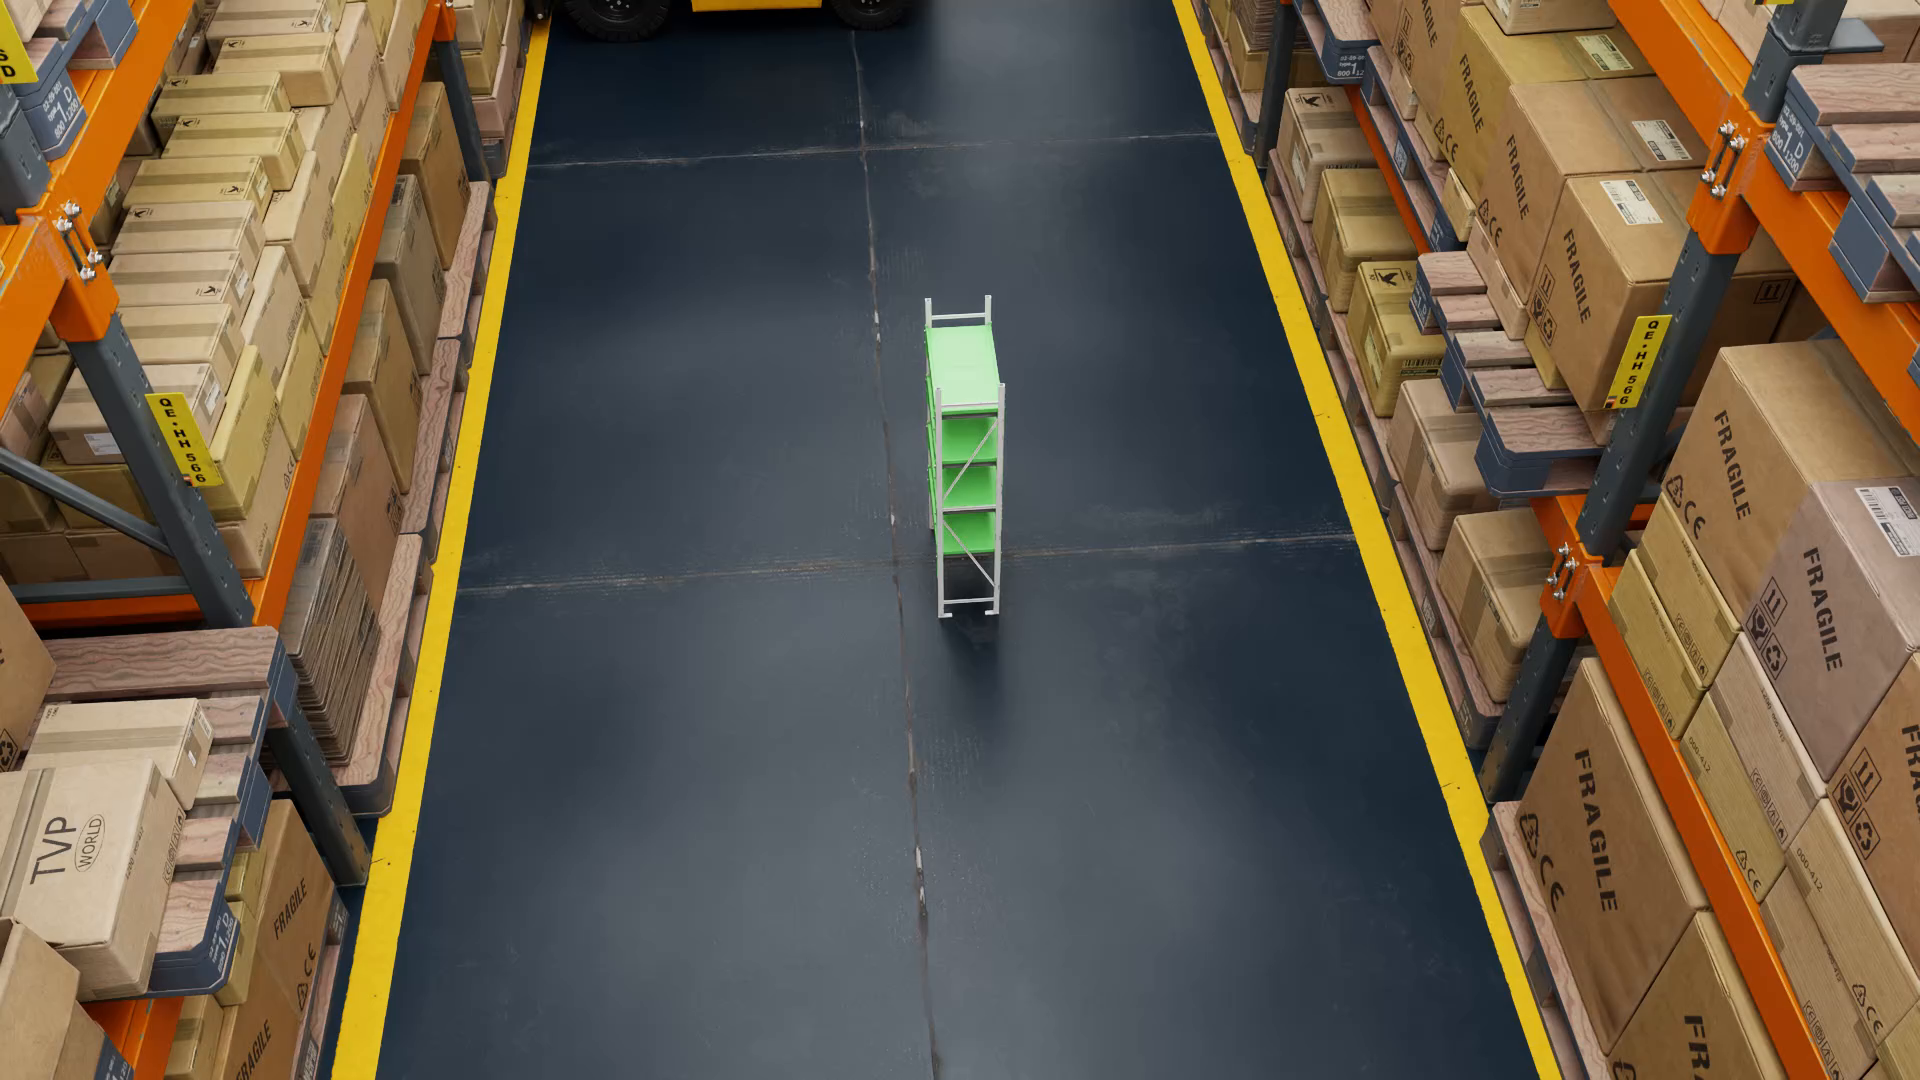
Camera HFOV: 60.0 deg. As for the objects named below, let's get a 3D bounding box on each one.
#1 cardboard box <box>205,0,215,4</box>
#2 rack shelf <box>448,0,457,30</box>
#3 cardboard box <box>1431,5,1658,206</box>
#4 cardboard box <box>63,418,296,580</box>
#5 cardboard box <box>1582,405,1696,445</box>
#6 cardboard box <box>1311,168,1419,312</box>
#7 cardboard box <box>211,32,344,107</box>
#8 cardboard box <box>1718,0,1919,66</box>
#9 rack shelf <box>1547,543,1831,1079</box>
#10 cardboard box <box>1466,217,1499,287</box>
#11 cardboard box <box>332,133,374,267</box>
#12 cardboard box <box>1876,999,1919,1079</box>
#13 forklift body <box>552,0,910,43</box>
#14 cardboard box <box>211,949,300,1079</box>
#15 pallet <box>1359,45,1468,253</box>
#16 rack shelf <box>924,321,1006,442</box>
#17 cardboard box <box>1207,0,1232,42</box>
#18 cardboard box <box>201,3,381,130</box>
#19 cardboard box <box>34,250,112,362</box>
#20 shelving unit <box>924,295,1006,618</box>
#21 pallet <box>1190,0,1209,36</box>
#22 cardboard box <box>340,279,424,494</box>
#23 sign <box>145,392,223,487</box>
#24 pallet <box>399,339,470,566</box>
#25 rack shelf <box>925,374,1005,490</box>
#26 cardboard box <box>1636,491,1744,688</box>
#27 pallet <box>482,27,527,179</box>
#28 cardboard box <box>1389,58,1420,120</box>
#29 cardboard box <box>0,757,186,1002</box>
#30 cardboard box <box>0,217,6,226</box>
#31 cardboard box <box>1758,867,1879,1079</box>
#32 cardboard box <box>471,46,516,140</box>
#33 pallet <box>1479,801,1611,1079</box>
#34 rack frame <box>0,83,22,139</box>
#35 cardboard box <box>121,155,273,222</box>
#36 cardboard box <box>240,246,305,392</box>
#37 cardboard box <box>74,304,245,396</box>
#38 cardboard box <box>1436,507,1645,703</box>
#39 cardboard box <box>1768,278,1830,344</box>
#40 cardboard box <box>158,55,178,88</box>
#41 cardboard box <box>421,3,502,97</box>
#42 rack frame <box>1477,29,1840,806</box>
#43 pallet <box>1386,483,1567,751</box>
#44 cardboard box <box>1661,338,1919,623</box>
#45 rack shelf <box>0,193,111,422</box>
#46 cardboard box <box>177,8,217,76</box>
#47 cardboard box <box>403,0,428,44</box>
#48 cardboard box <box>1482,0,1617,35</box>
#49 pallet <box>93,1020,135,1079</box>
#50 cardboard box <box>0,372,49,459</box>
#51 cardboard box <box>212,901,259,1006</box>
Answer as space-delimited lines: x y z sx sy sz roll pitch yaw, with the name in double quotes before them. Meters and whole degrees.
"cardboard box" -3.044 -2.169 6.359 0.380 0.149 0.250 -4 47 -4
"rack shelf" -3.059 -3.940 9.048 1.077 0.370 4.000 -3 47 -3
"cardboard box" 1.976 -1.483 5.662 0.500 0.500 0.500 -6 47 -6
"cardboard box" -2.350 -0.131 5.048 0.500 0.250 0.500 -3 47 -3
"cardboard box" 2.127 -0.432 5.113 0.380 0.149 0.250 -2 47 -2
"cardboard box" 2.164 -1.387 7.654 0.950 0.372 0.625 -1 47 -1
"cardboard box" -2.406 -1.655 5.872 0.380 0.149 0.250 -5 47 -4
"cardboard box" 2.154 -1.311 4.169 0.380 0.149 0.250 -3 47 -3
"rack shelf" 2.557 1.543 3.854 1.077 0.370 4.000 -3 47 -3
"cardboard box" 1.954 -0.984 5.636 0.380 0.149 0.250 -5 47 -5
"cardboard box" -2.479 -1.243 6.101 0.500 0.250 0.500 -2 47 -2
"cardboard box" 2.286 1.213 3.430 0.500 0.250 0.500 -3 47 -3
"forklift body" -1.250 -4.082 9.271 2.313 2.155 1.214 -3 47 -3
"cardboard box" -2.276 1.524 4.809 0.500 0.500 0.500 -4 47 -4
"pallet" 2.183 -1.515 6.387 1.003 0.211 1.213 -3 47 -3
"rack shelf" 0.014 -0.579 6.035 0.258 0.148 0.480 -3 47 -3
"cardboard box" 1.682 -3.040 9.304 0.500 0.250 0.500 -5 47 -4
"cardboard box" -2.508 -1.779 6.265 0.500 0.250 0.500 -3 47 -3
"cardboard box" -2.916 -0.645 5.190 0.500 0.250 0.500 -3 47 -3
"shelving unit" 0.014 -0.293 6.337 0.258 1.200 0.503 -3 47 -3
"pallet" 1.858 -3.455 10.013 1.003 0.211 1.213 -3 47 -3
"cardboard box" -2.714 -0.586 6.722 0.875 0.625 0.625 -5 47 -5
"sign" -2.017 -0.257 4.321 0.100 0.325 0.005 -3 47 -3
"pallet" -2.686 -0.366 7.088 1.003 0.211 1.213 -3 47 -3
"rack shelf" 0.014 -0.414 6.210 0.258 0.148 0.480 -3 47 -3
"cardboard box" 2.185 0.110 4.475 0.500 0.250 0.500 -4 47 -4
"pallet" -2.916 -2.360 8.976 1.003 0.211 1.213 -3 47 -3
"cardboard box" 1.867 -1.739 6.352 0.380 0.149 0.250 -2 47 -2
"cardboard box" -2.146 0.804 3.873 0.500 0.250 0.500 -5 47 -5
"cardboard box" -2.970 -0.874 5.133 0.380 0.149 0.250 -4 47 -4
"cardboard box" 2.278 1.020 3.958 0.500 0.250 0.500 -2 47 -2
"cardboard box" -2.602 -2.310 8.613 0.500 0.250 0.500 -3 47 -3
"pallet" 2.380 1.383 5.431 1.003 0.211 1.213 -3 47 -3
"rack frame" -2.557 -1.910 2.497 1.000 3.000 0.127 -3 47 -3
"cardboard box" -2.446 -1.098 5.345 0.380 0.149 0.250 -3 47 -3
"cardboard box" -2.391 -0.665 5.210 0.500 0.250 0.500 -2 47 -2
"cardboard box" -2.314 -0.546 4.822 0.380 0.149 0.250 -3 47 -2
"cardboard box" 2.352 0.199 6.153 0.950 0.372 0.625 -6 47 -6
"cardboard box" 2.582 -0.772 4.988 0.500 0.500 0.500 -5 47 -4
"cardboard box" -2.995 -1.625 5.844 0.380 0.149 0.250 -3 47 -3
"cardboard box" -2.625 -2.480 8.430 0.500 0.250 0.500 -4 47 -3
"rack frame" 2.389 -0.151 4.964 1.000 3.000 0.127 -3 47 -3
"pallet" 2.325 0.242 6.512 1.003 0.211 1.213 -3 47 -3
"cardboard box" 2.187 -0.158 4.212 0.500 0.500 0.500 -5 47 -5
"rack shelf" -2.389 0.816 2.477 1.077 0.370 4.000 -3 47 -3
"cardboard box" -3.041 -1.742 6.229 0.500 0.250 0.500 -5 47 -4
"cardboard box" -2.589 -2.340 7.140 0.500 0.250 0.500 -3 47 -2
"cardboard box" 1.971 -1.822 5.536 0.380 0.149 0.250 -6 47 -5
"pallet" -2.389 1.626 3.413 1.003 0.211 1.213 -3 47 -3
"cardboard box" -2.786 -0.327 4.615 0.380 0.149 0.250 -2 47 -2
"cardboard box" -2.209 1.183 4.686 0.380 0.149 0.250 -6 47 -5
